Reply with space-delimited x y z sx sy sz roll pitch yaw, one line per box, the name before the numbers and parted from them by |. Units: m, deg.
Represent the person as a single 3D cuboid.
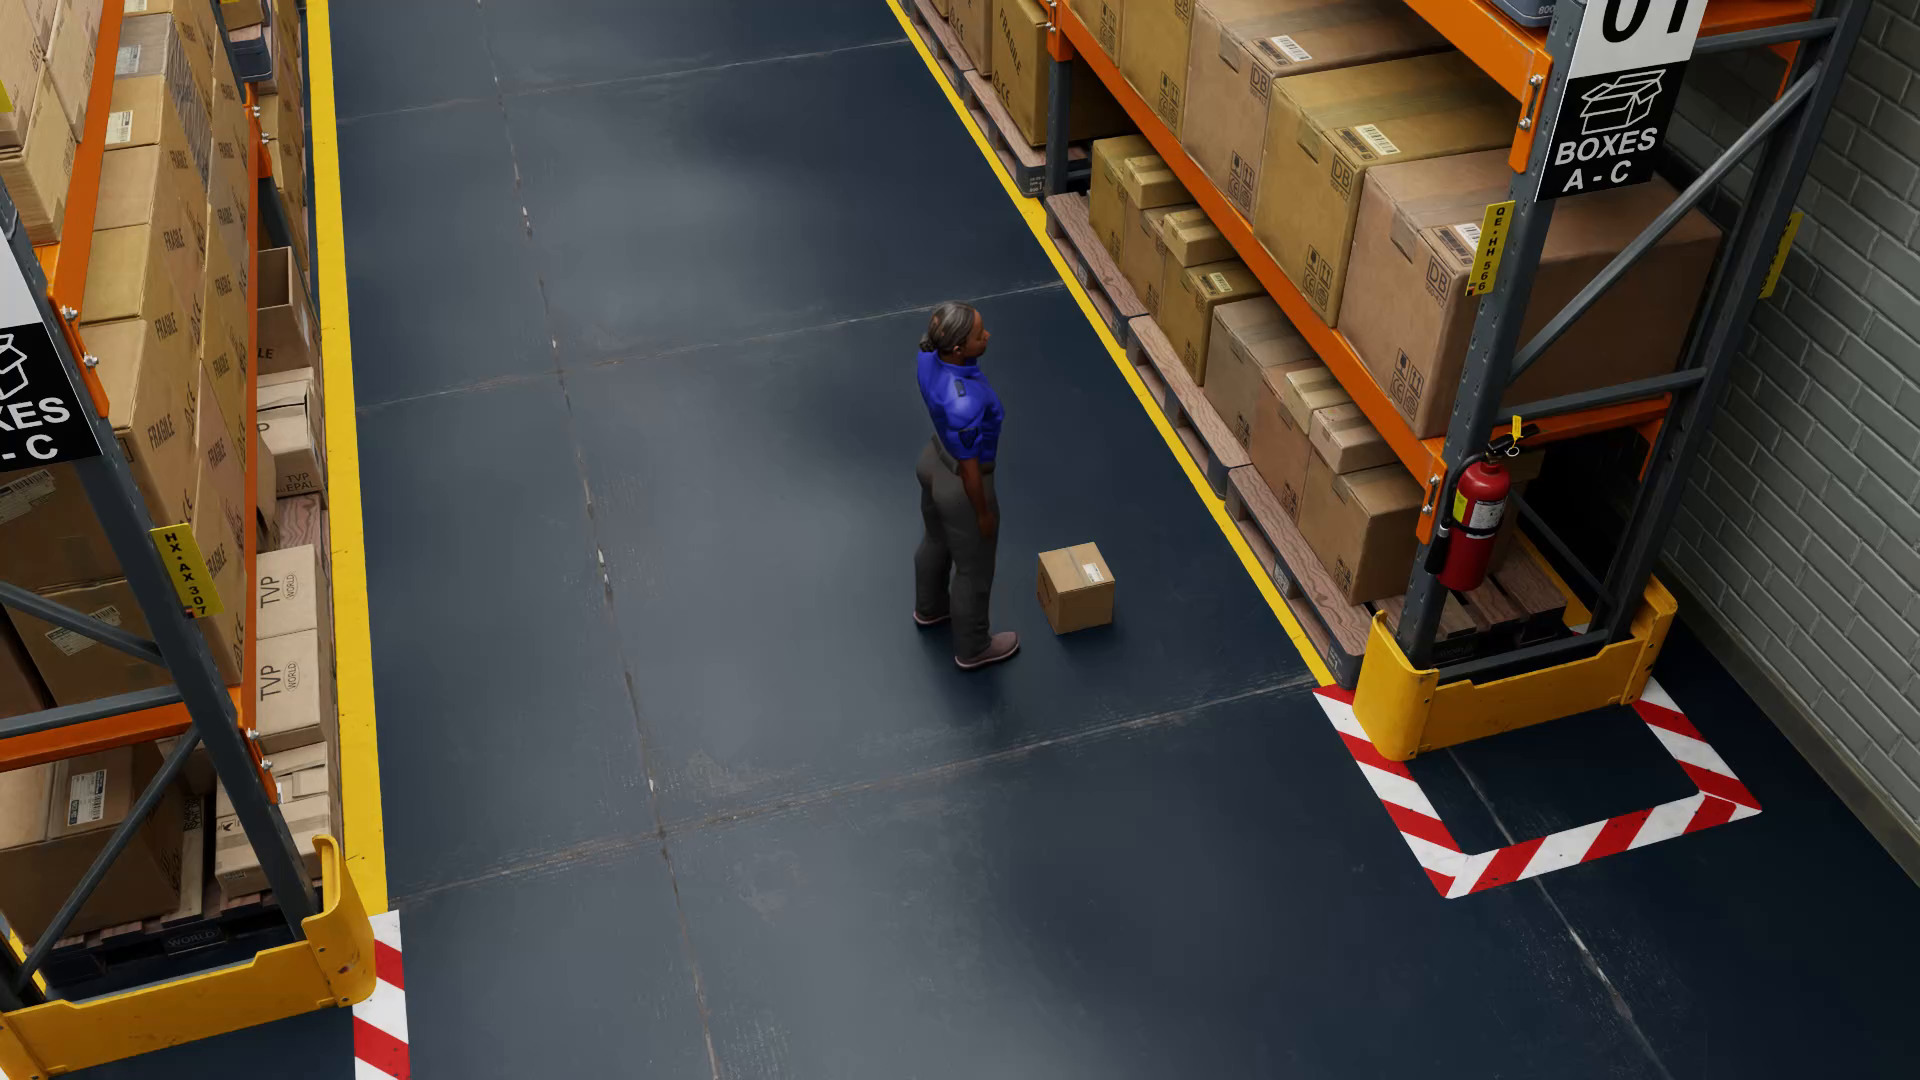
person | 0.026 -0.222 6.388 0.360 1.663 0.440 -16 45 -16
